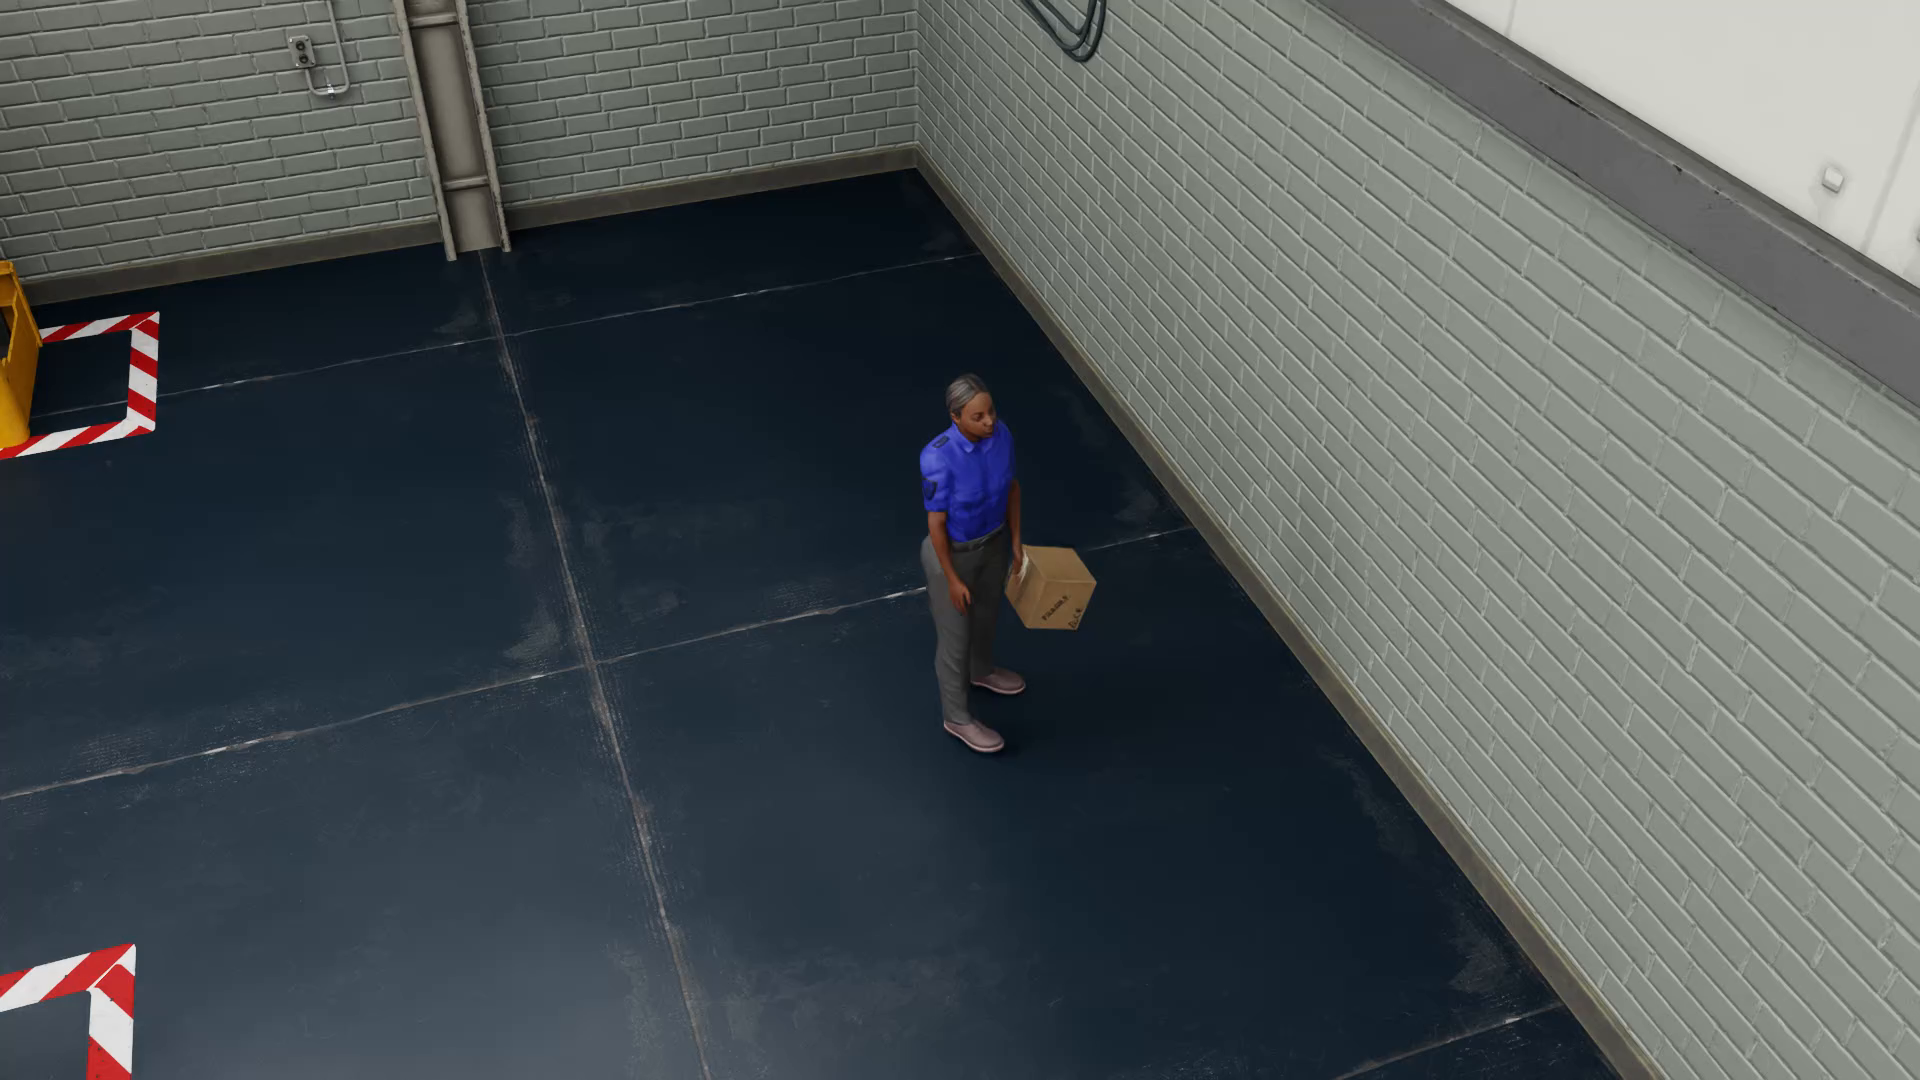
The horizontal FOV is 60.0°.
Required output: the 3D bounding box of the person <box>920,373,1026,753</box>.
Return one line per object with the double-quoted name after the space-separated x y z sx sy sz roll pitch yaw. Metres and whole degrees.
0.109 0.085 6.645 0.496 1.663 0.477 -30 47 -33 "person"
